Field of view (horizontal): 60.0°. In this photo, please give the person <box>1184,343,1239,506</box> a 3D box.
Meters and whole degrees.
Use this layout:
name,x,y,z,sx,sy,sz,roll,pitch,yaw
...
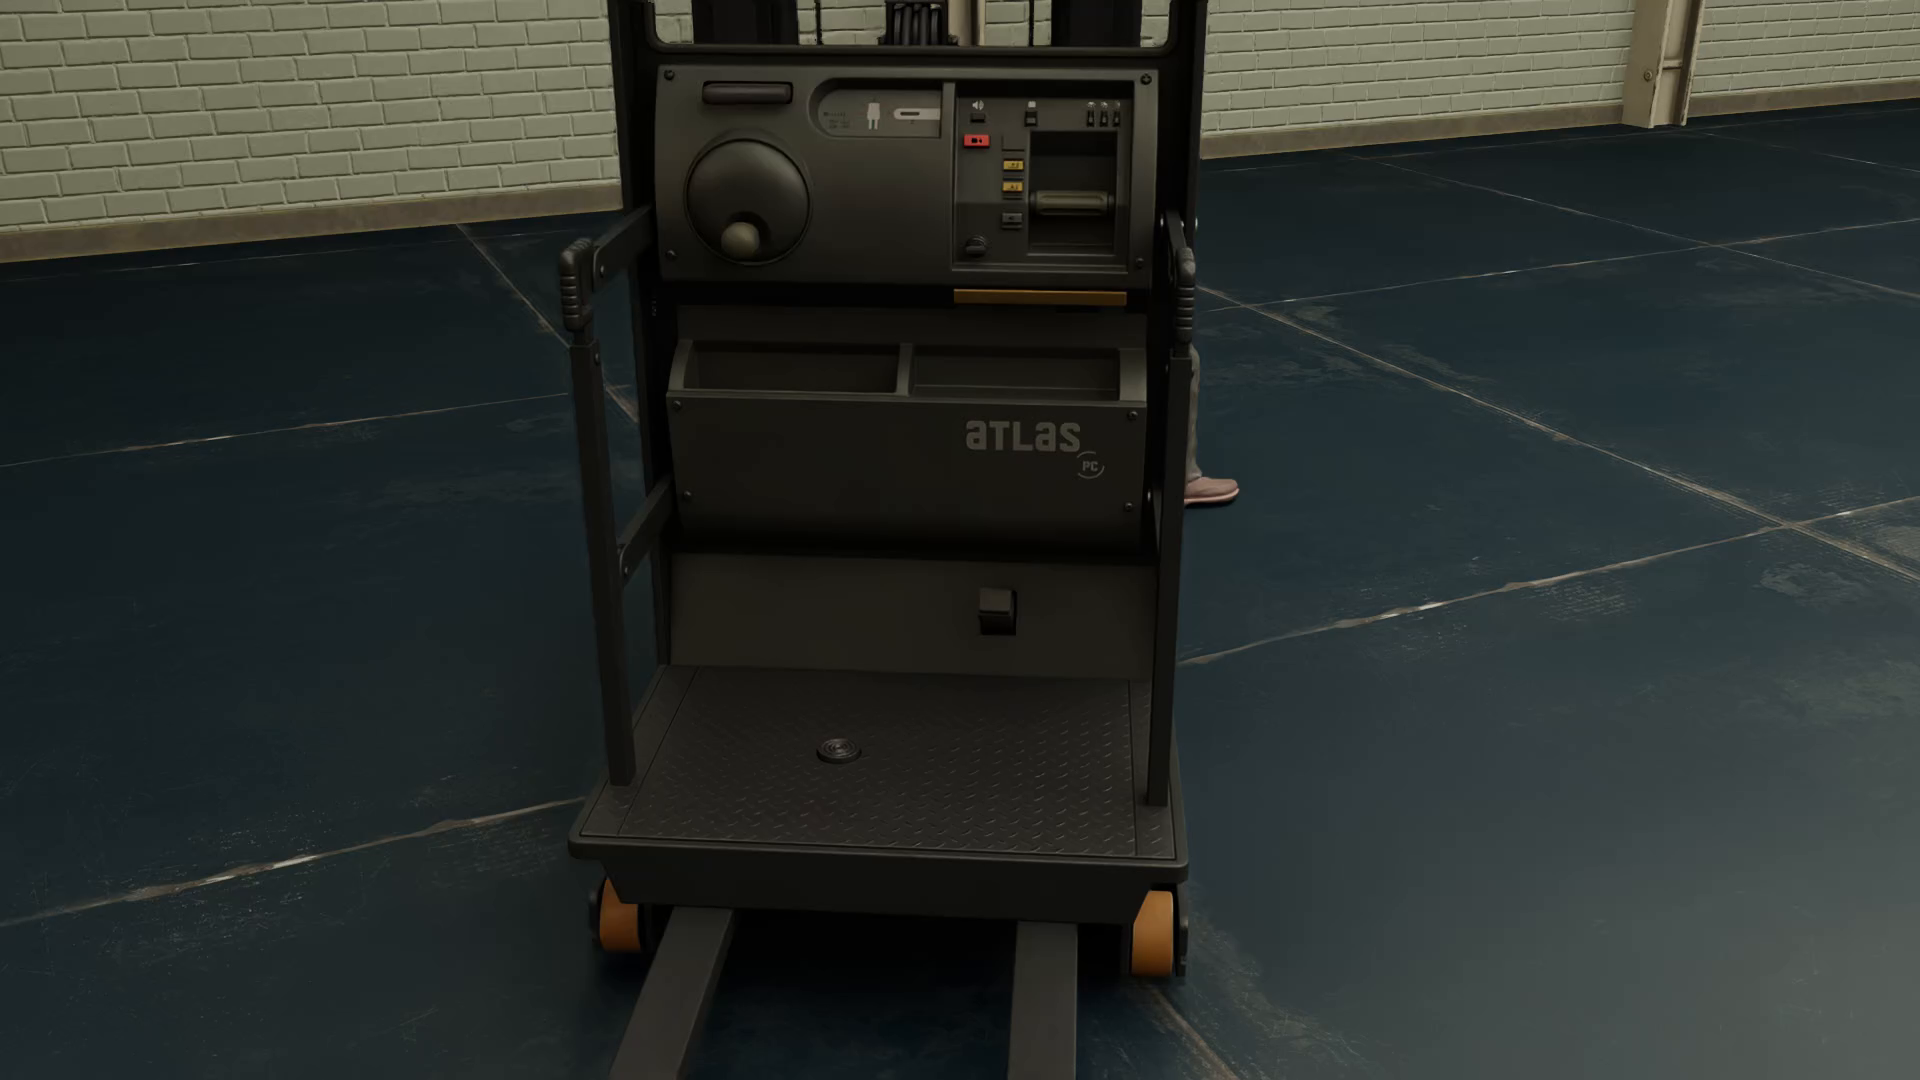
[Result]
name,x,y,z,sx,sy,sz,roll,pitch,yaw
person,0.465,-0.837,5.090,0.796,1.573,0.618,-16,27,-34

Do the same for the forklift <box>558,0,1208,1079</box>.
name,x,y,z,sx,sy,sz,roll,pitch,yaw
forklift,-0.116,-0.663,2.883,1.130,2.935,3.031,2,23,4
